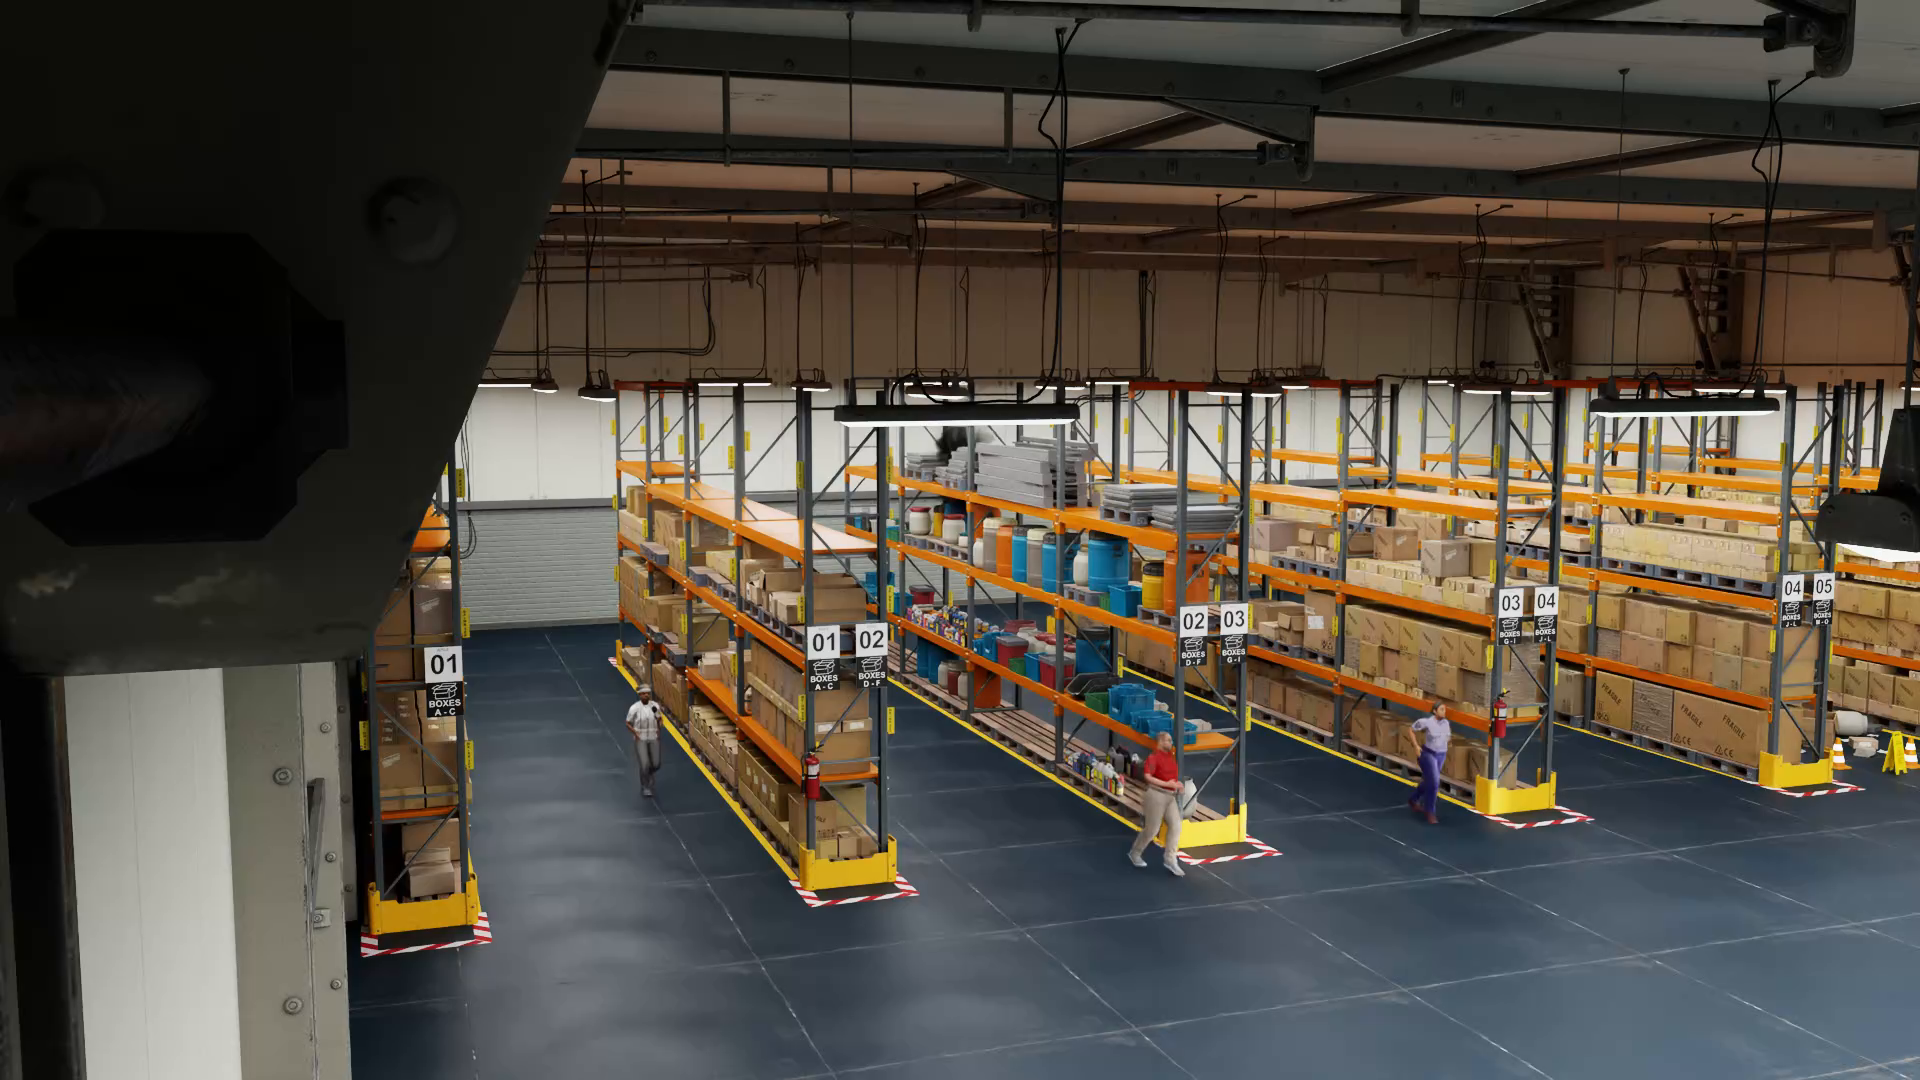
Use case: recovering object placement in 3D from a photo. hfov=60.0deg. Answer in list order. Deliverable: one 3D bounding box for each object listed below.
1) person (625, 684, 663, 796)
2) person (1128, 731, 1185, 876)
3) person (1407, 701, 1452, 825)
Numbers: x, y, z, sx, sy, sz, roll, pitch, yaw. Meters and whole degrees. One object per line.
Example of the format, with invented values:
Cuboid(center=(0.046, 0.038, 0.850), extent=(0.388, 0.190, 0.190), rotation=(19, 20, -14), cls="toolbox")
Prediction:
Cuboid(center=(-4.630, 2.925, 24.492), extent=(0.573, 1.645, 0.583), rotation=(-3, 7, -24), cls="person")
Cuboid(center=(2.566, 3.278, 20.885), extent=(0.778, 1.752, 0.725), rotation=(5, 8, 39), cls="person")
Cuboid(center=(6.608, 3.083, 23.271), extent=(0.600, 1.680, 0.776), rotation=(-3, 7, -29), cls="person")
